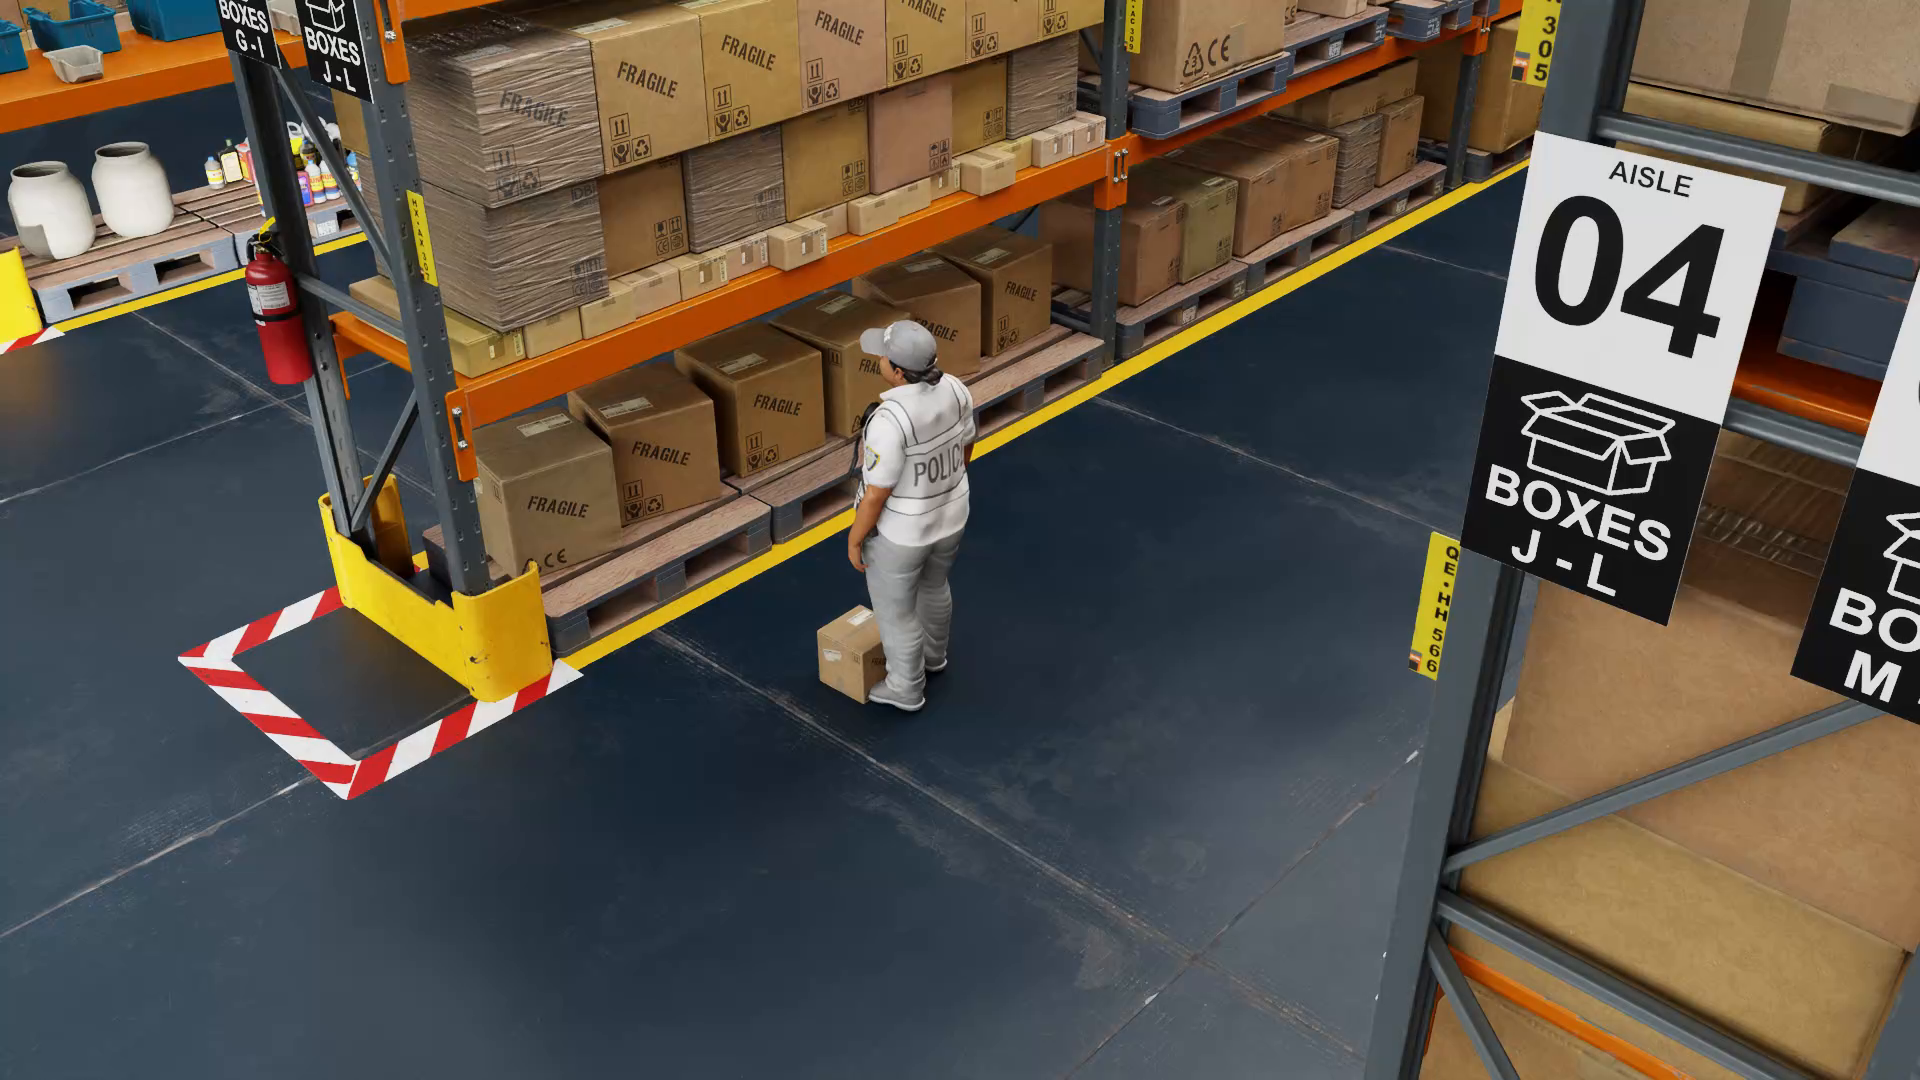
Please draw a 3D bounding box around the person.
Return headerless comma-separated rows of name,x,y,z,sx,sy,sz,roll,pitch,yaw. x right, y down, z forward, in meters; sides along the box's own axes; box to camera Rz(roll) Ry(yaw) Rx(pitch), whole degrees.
person,-0.230,-0.102,6.276,0.525,1.669,0.598,25,40,35
